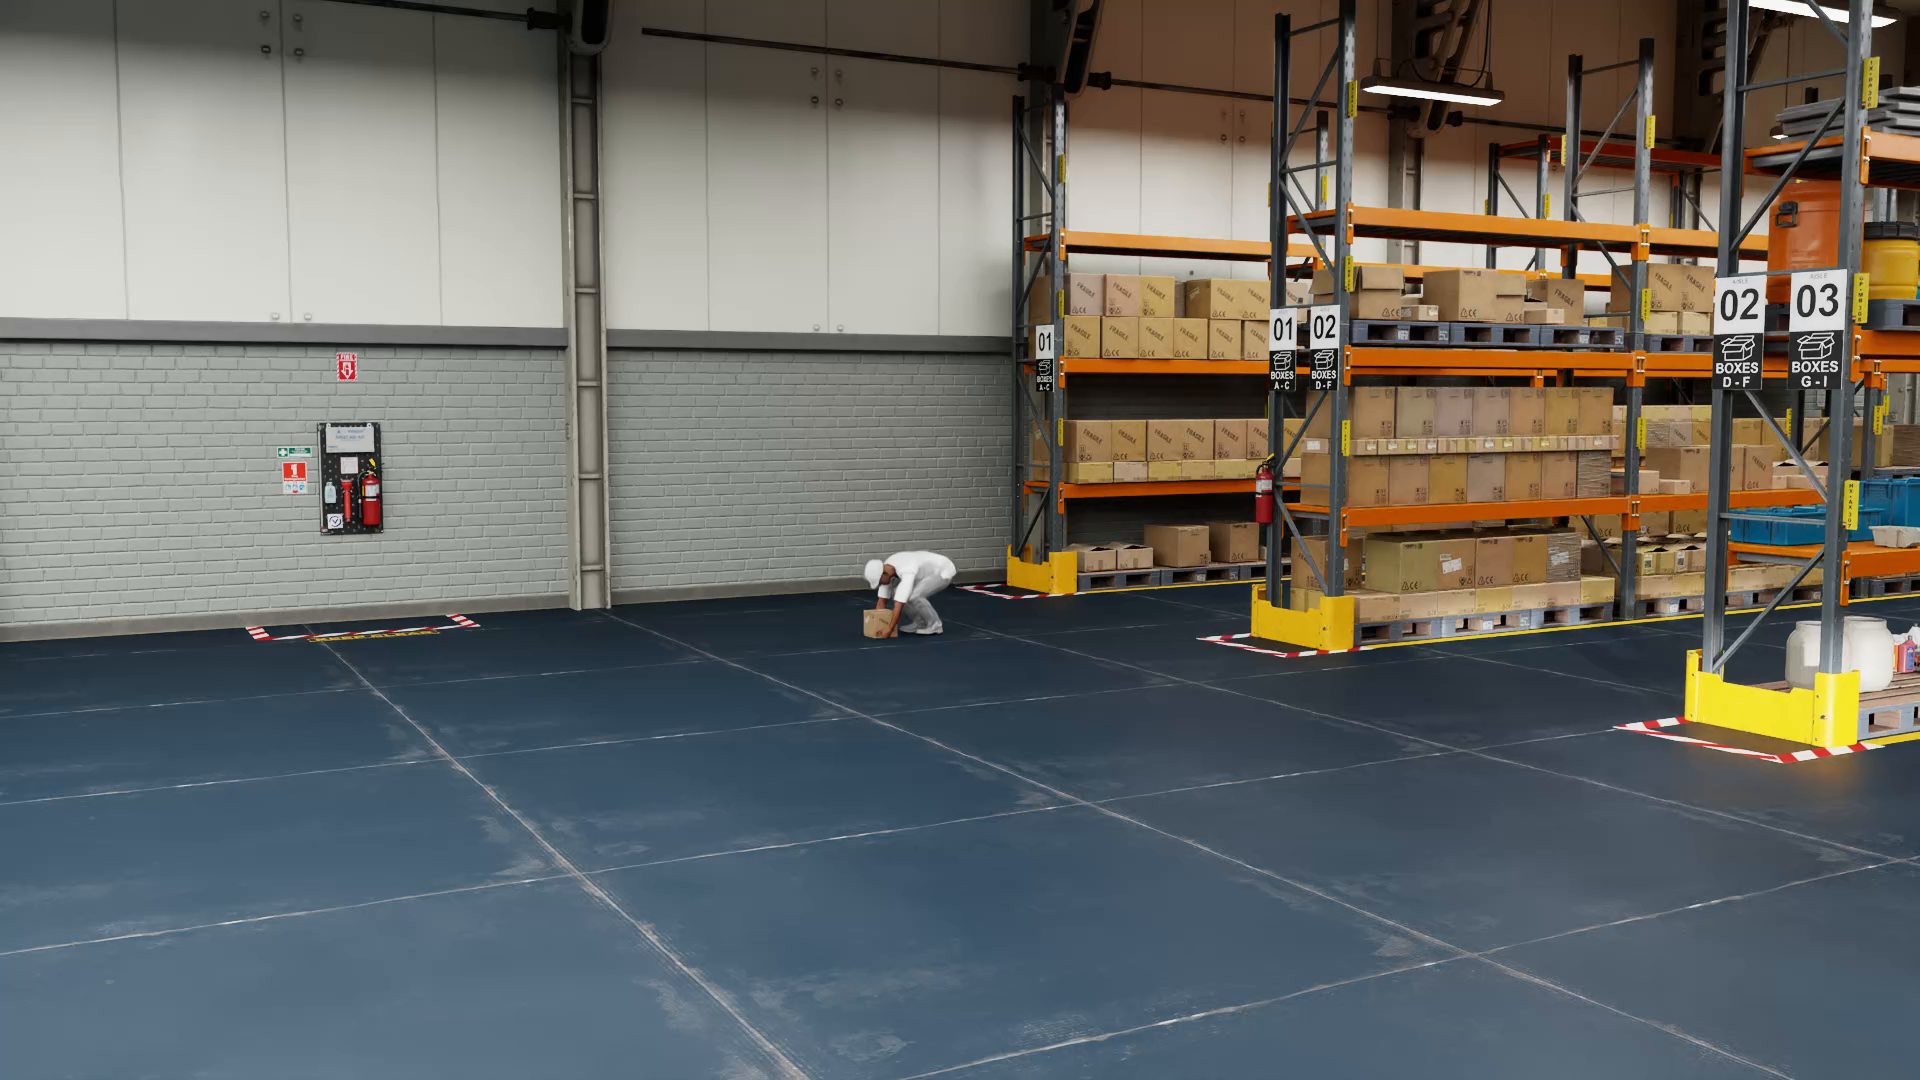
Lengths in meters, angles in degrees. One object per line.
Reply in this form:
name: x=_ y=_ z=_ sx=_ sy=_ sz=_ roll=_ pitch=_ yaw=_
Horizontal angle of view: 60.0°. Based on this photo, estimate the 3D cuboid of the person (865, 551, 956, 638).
person: x=-0.505 y=0.537 z=16.499 sx=0.980 sy=0.843 sz=0.514 roll=-3 pitch=6 yaw=-30
